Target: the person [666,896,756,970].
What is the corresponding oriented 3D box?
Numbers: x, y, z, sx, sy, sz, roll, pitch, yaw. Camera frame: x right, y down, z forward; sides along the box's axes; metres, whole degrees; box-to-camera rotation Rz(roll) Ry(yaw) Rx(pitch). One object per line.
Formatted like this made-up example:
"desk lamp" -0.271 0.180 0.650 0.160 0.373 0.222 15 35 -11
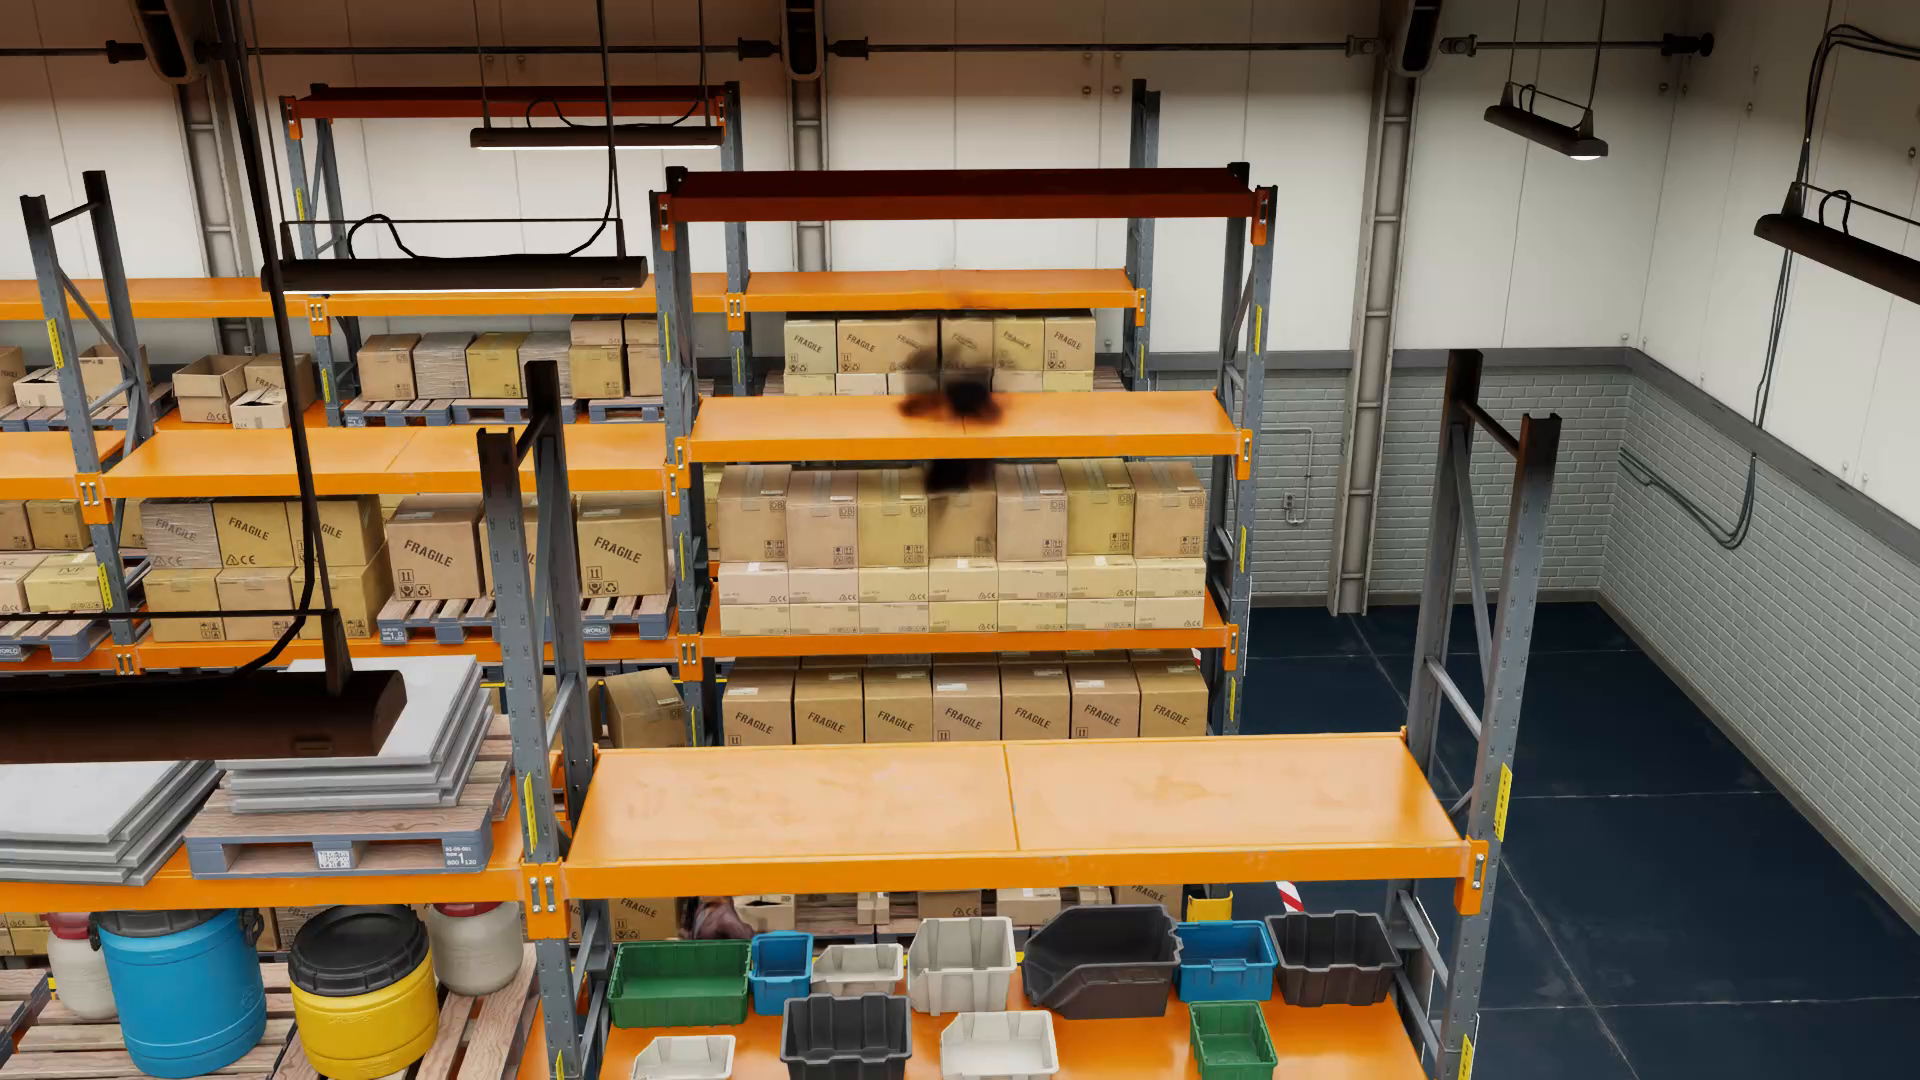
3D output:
"person" -1.573 2.951 11.090 1.024 1.764 0.718 -6 23 -14
